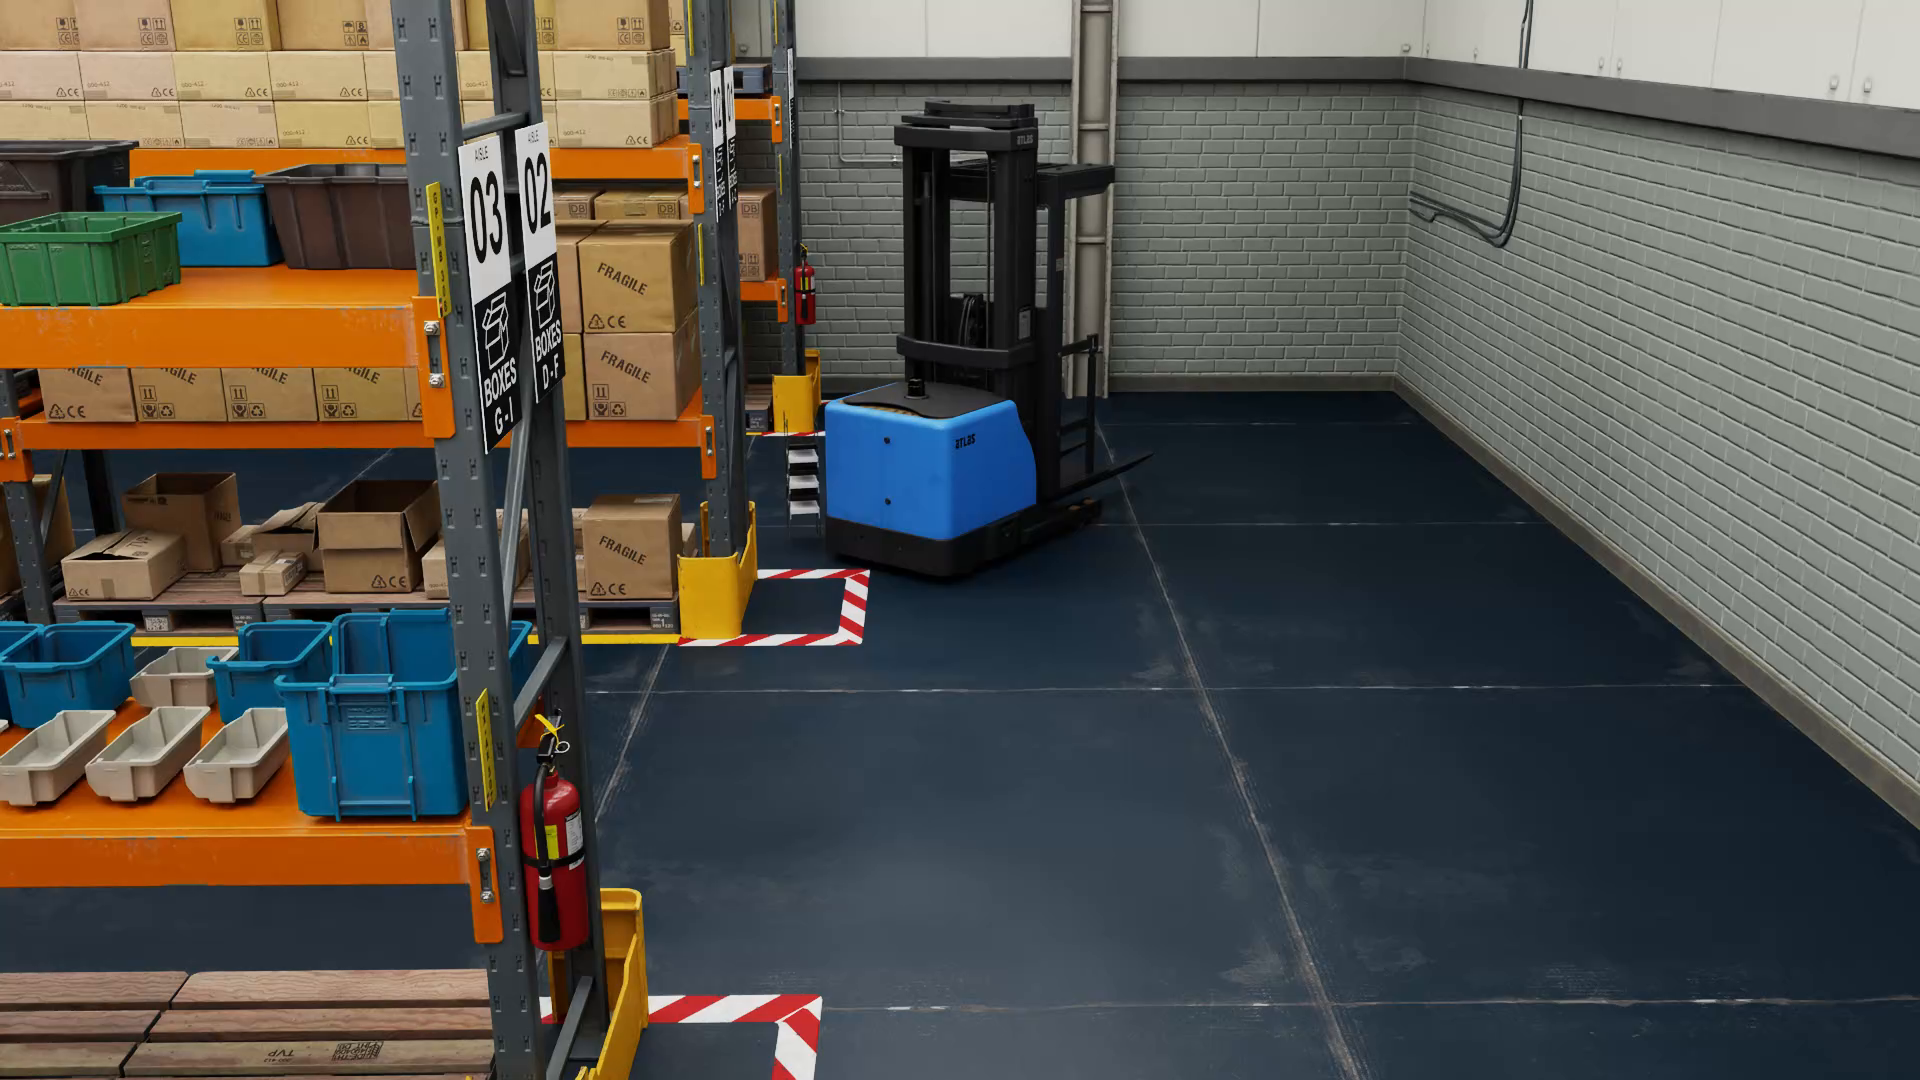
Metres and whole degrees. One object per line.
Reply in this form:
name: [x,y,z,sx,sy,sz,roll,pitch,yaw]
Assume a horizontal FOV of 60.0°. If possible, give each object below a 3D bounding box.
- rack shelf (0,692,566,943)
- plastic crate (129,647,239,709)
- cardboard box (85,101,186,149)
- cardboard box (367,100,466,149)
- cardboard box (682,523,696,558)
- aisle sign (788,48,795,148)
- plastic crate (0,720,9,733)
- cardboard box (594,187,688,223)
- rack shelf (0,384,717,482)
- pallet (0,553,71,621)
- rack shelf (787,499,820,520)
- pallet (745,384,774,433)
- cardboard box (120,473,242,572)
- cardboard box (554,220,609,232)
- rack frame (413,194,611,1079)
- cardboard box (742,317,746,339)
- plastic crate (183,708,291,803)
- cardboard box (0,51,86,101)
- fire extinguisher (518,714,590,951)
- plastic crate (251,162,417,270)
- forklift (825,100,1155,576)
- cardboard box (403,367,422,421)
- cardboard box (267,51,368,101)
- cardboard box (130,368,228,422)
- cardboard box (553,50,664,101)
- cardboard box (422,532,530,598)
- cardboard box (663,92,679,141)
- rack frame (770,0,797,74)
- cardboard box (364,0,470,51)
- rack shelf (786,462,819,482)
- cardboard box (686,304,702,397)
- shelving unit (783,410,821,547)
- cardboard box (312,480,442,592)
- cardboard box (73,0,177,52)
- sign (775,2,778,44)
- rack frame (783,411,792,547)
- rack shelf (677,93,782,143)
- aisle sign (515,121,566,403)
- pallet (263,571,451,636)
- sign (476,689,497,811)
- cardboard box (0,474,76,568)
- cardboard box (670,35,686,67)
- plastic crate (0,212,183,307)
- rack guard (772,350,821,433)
rack shelf: [-3.325,0.840,5.197,4.000,0.370,1.077,0,18,-1]
plastic crate: [-2.578,0.465,5.522,0.298,0.136,0.250,0,18,-1]
cardboard box: [-4.409,-2.291,9.113,0.500,0.250,0.500,0,18,-1]
cardboard box: [-2.909,-2.294,9.122,0.500,0.250,0.500,0,18,-1]
cardboard box: [-1.824,0.020,10.523,0.250,0.149,0.380,0,18,-1]
aisle sign: [-1.405,-3.685,13.868,0.004,0.787,0.394,0,18,-1]
plastic crate: [-3.002,0.657,4.924,0.250,0.136,0.298,0,18,-1]
cardboard box: [-2.719,-2.669,14.465,0.700,0.700,0.980,0,18,-1]
rack shelf: [-3.400,-0.673,9.913,4.000,0.370,1.077,0,18,-1]
pallet: [-6.212,0.337,10.151,1.213,0.211,1.003,0,18,-1]
rack shelf: [-1.079,-0.216,11.447,0.200,0.077,0.258,-3,18,-10]
pallet: [-2.280,-1.183,14.889,1.213,0.211,1.003,0,18,-1]
cardboard box: [-4.834,-0.115,10.367,0.500,0.500,0.500,0,18,-1]
cardboard box: [-2.370,-1.623,9.895,0.500,0.500,0.500,0,18,0]
rack frame: [-1.325,0.487,5.117,0.127,3.000,1.000,0,18,-1]
cardboard box: [-2.058,-1.885,14.855,0.250,0.149,0.380,0,18,0]
plastic crate: [-2.138,0.644,4.964,0.243,0.136,0.396,0,18,-1]
cardboard box: [-4.909,-2.528,9.032,0.500,0.250,0.500,0,18,-1]
fire extinguisher: [-1.168,0.840,4.756,0.183,0.674,0.296,0,18,-1]
plastic crate: [-1.715,-0.962,4.939,0.590,0.269,0.497,0,18,-1]
forklift: [0.366,-1.552,11.587,1.130,2.935,3.031,12,22,34]
cardboard box: [-2.861,-0.983,9.539,0.500,0.500,0.500,0,18,0]
cardboard box: [-3.409,-2.532,9.046,0.500,0.250,0.500,0,18,-1]
cardboard box: [-4.374,-0.976,9.517,0.500,0.500,0.500,0,18,0]
cardboard box: [-1.910,-2.540,9.071,0.500,0.250,0.500,0,18,-1]
cardboard box: [-2.890,0.148,9.958,0.500,0.250,0.500,0,18,-1]
cardboard box: [-1.918,-2.457,9.633,0.500,0.250,0.500,0,18,-1]
rack frame: [-1.482,-5.395,13.633,0.127,3.000,1.000,0,18,-1]
cardboard box: [-2.913,-2.958,9.148,0.500,0.500,0.700,0,18,-1]
rack shelf: [-1.079,-0.473,11.365,0.200,0.077,0.258,-3,18,-10]
cardboard box: [-1.848,-1.151,10.063,0.500,0.500,0.500,0,18,0]
shelving unit: [-1.079,-0.419,11.382,0.210,0.900,0.258,-3,18,-10]
cardboard box: [-3.521,-0.038,10.121,0.637,0.503,0.797,0,18,-1]
cardboard box: [-4.412,-2.931,9.063,0.500,0.500,0.700,0,18,-1]
sign: [-1.487,-4.185,13.452,0.005,0.325,0.100,0,18,-1]
rack frame: [-1.179,-0.414,11.364,0.006,0.900,0.240,-3,18,-10]
rack shelf: [-3.482,-3.614,14.171,4.000,0.370,1.077,0,18,-1]
aisle sign: [-1.258,-0.841,5.004,0.004,0.787,0.394,0,18,-1]
pallet: [-3.490,0.312,10.230,1.213,0.211,1.003,0,18,-1]
sign: [-1.301,0.578,4.569,0.005,0.325,0.100,0,18,-1]
cardboard box: [-5.887,-0.097,10.313,0.500,0.500,0.500,-1,18,-3]
cardboard box: [-2.210,-4.058,13.771,0.500,0.250,0.500,0,18,1]
plastic crate: [-2.307,-0.748,4.405,0.336,0.188,0.450,0,18,-1]
rack guard: [-1.458,-1.348,14.932,0.348,0.500,1.175,0,18,-1]
